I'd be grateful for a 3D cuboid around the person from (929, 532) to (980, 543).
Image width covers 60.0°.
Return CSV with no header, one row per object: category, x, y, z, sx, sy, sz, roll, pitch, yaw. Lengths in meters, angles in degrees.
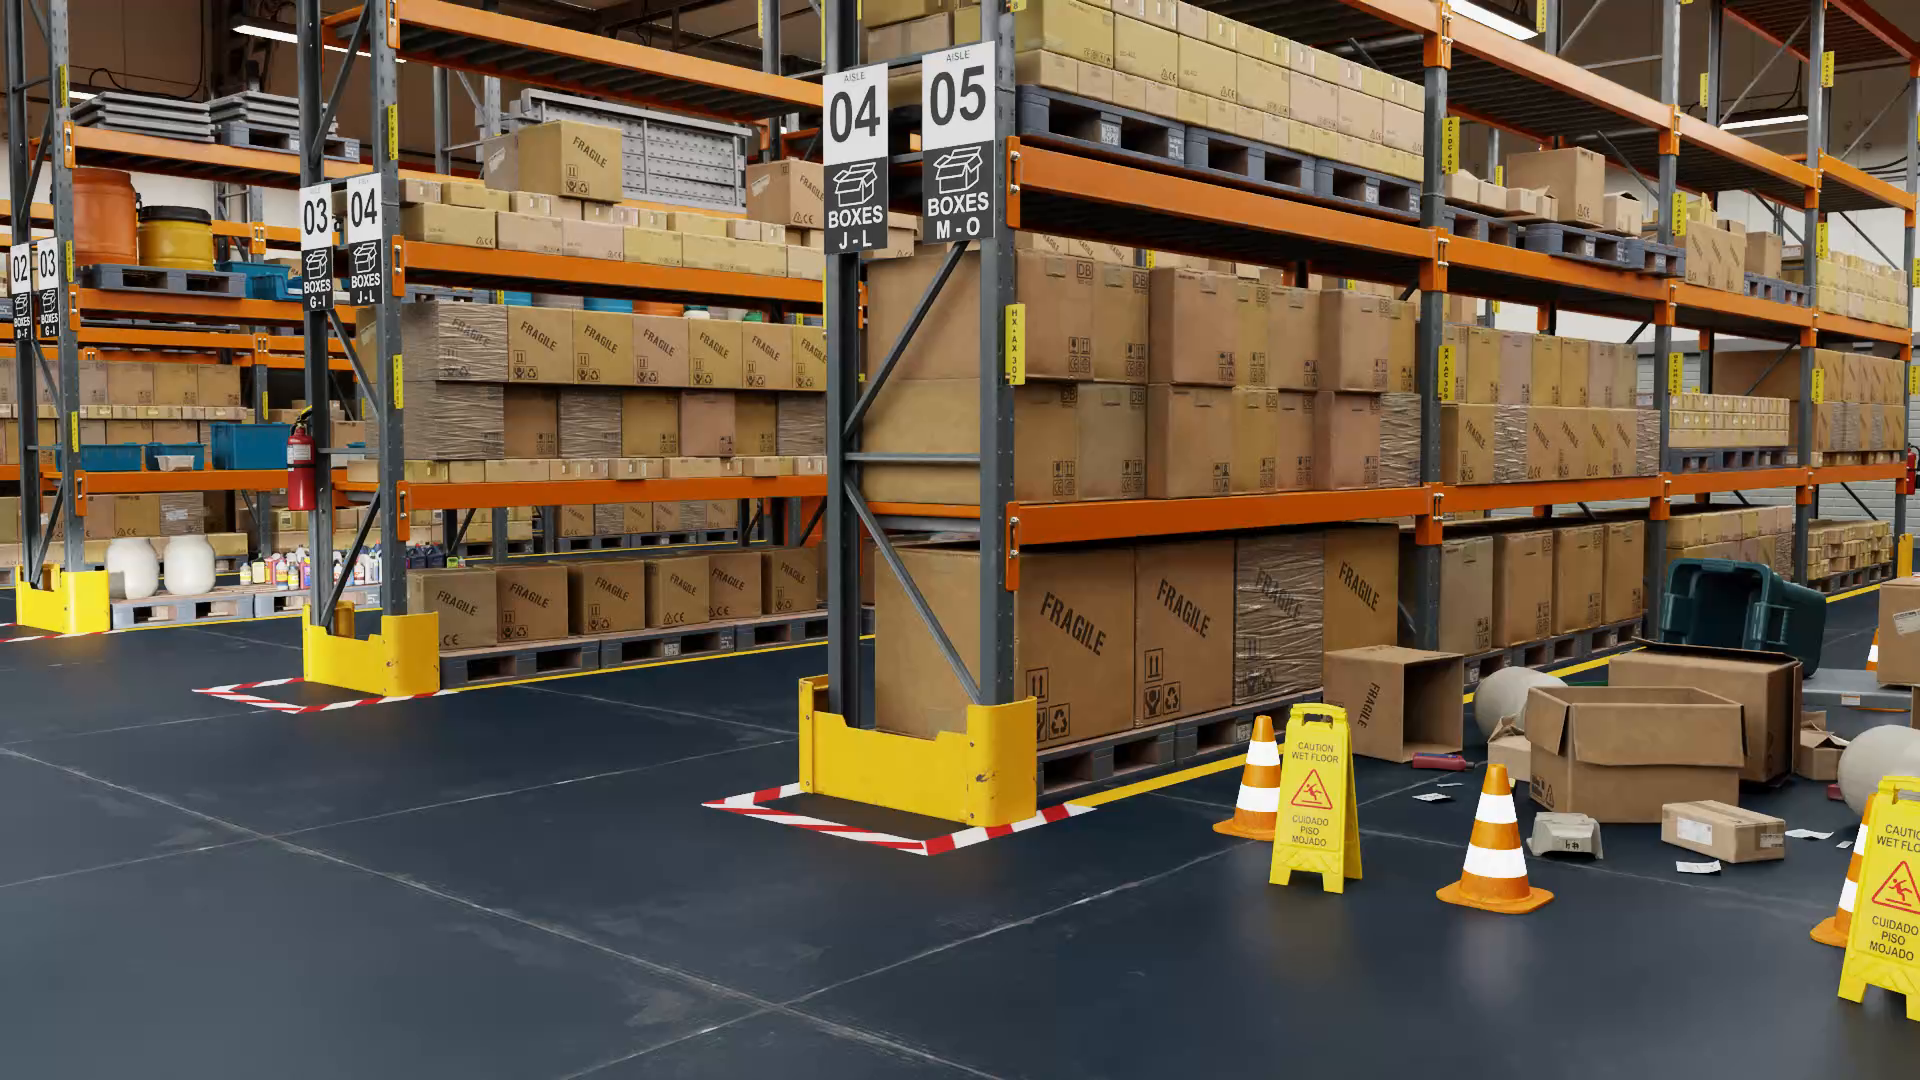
person,-0.047,-0.073,12.497,0.545,1.710,1.062,2,4,35
